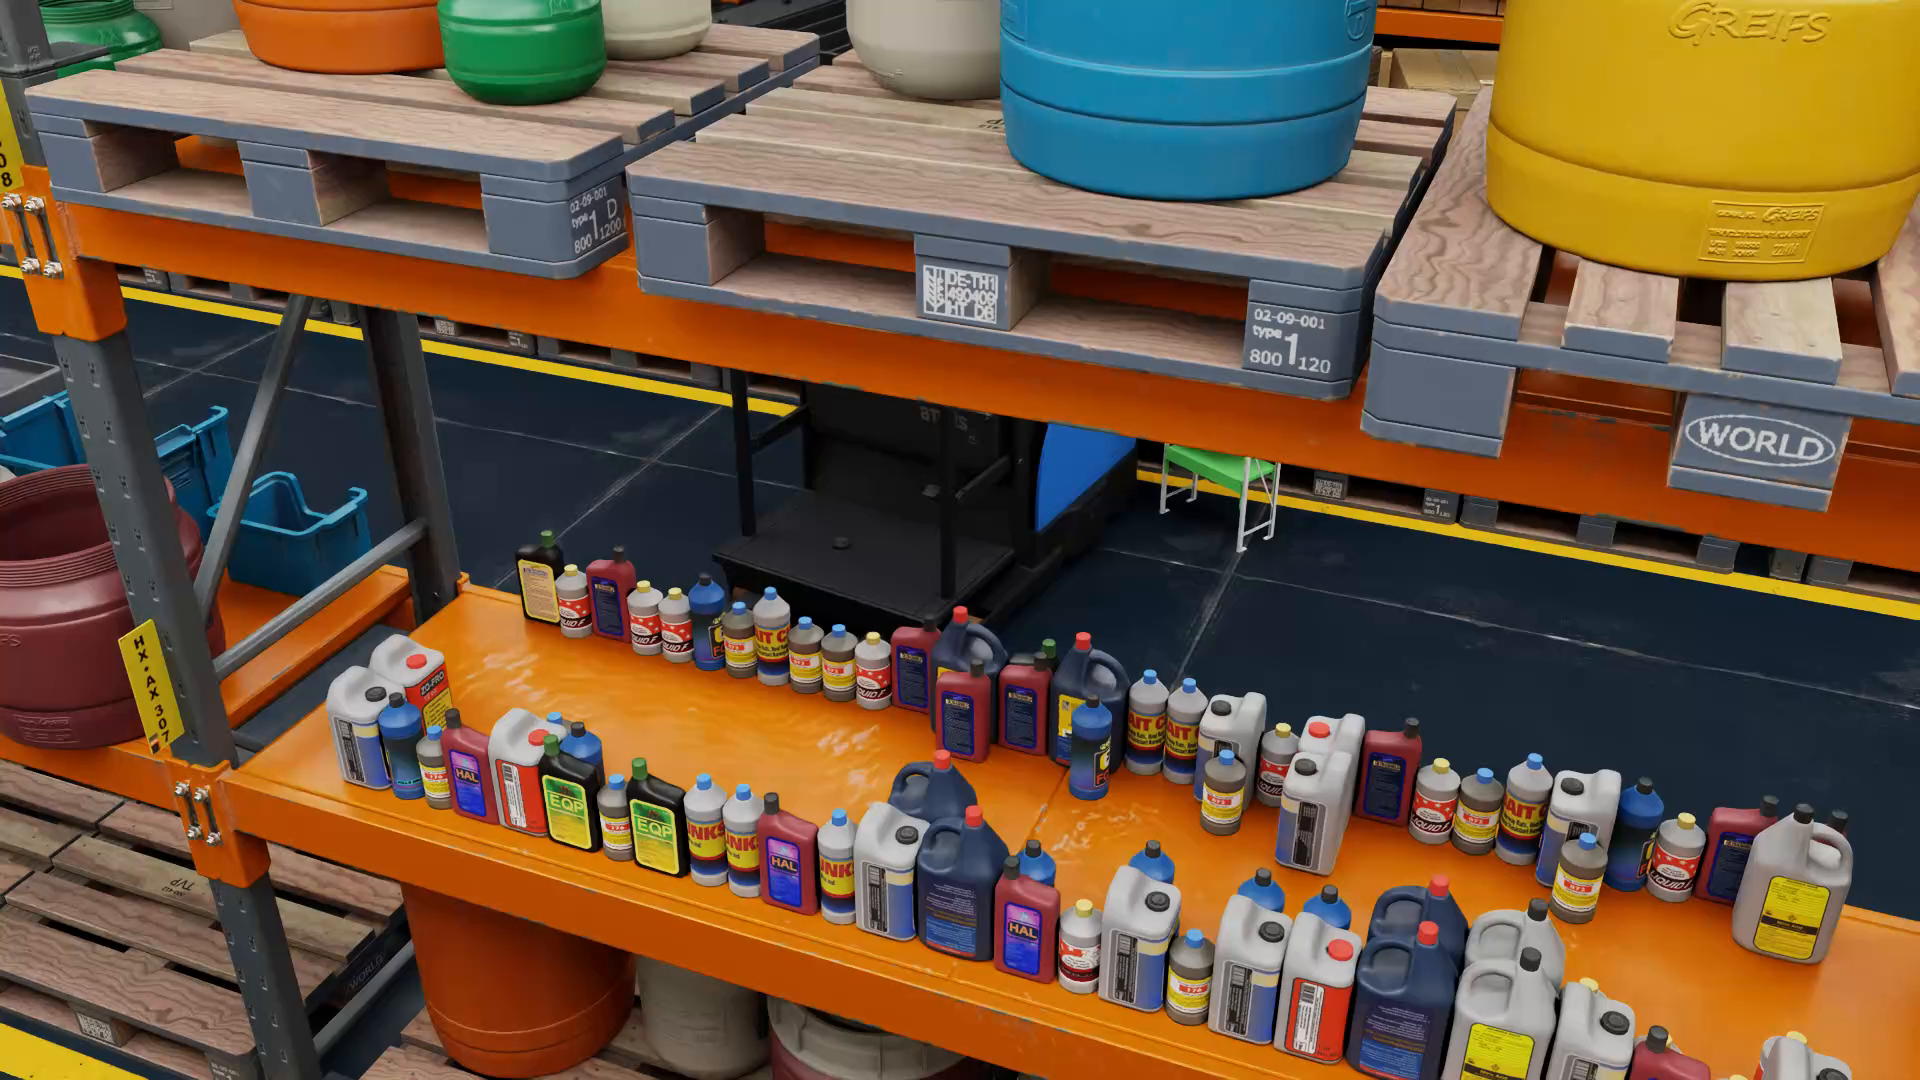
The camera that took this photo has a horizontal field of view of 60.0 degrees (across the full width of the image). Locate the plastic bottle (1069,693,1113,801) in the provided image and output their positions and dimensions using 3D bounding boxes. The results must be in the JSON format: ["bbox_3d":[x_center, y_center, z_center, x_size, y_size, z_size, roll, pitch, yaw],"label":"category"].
[{"bbox_3d":[0.312,0.485,3.974,0.097,0.271,0.097,0,29,0],"label":"plastic bottle"}]

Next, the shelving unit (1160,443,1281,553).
[{"bbox_3d":[1.211,-0.595,7.583,0.258,1.200,0.503,-22,36,-34],"label":"shelving unit"}]

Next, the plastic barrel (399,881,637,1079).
[{"bbox_3d":[-1.244,1.012,4.691,0.708,0.830,0.600,11,31,19],"label":"plastic barrel"}]

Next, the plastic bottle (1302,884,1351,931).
[{"bbox_3d":[0.740,0.816,3.388,0.097,0.271,0.097,0,29,0],"label":"plastic bottle"}]

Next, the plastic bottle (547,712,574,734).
[{"bbox_3d":[-0.966,0.506,4.008,0.097,0.201,0.097,0,29,0],"label":"plastic bottle"}]

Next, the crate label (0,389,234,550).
[{"bbox_3d":[-2.523,-0.156,4.941,0.616,0.435,0.502,11,31,19],"label":"crate label"}]

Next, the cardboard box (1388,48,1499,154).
[{"bbox_3d":[2.208,-1.876,7.492,0.500,0.500,0.700,4,30,6],"label":"cardboard box"}]

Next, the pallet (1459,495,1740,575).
[{"bbox_3d":[3.101,-0.270,8.013,1.213,0.211,1.003,11,31,19],"label":"pallet"}]

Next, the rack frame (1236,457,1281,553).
[{"bbox_3d":[1.368,-0.503,7.421,0.240,1.200,0.015,-22,36,-34],"label":"rack frame"}]

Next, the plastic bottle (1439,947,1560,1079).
[{"bbox_3d":[1.028,0.908,3.146,0.185,0.351,0.144,11,31,19],"label":"plastic bottle"}]

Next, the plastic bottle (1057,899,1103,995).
[{"bbox_3d":[0.253,0.830,3.435,0.097,0.201,0.097,0,29,0],"label":"plastic bottle"}]

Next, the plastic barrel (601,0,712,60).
[{"bbox_3d":[-0.655,-1.130,3.366,0.301,0.262,0.301,0,29,0],"label":"plastic barrel"}]

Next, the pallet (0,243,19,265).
[{"bbox_3d":[-6.527,-2.235,11.489,1.213,0.211,1.003,11,31,19],"label":"pallet"}]

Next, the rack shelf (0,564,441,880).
[{"bbox_3d":[-3.557,0.110,5.238,4.000,0.370,1.077,11,31,19],"label":"rack shelf"}]

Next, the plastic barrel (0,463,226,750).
[{"bbox_3d":[-2.248,0.160,4.280,0.708,0.536,0.600,11,31,19],"label":"plastic barrel"}]

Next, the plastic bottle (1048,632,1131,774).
[{"bbox_3d":[0.317,0.388,4.066,0.185,0.351,0.144,11,31,19],"label":"plastic bottle"}]

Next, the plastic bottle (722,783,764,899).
[{"bbox_3d":[-0.471,0.655,3.673,0.097,0.271,0.097,0,29,0],"label":"plastic bottle"}]

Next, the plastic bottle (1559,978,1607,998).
[{"bbox_3d":[1.207,0.940,3.240,0.097,0.201,0.097,0,29,0],"label":"plastic bottle"}]

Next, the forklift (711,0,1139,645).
[{"bbox_3d":[-0.336,-0.975,6.496,1.130,2.935,3.031,16,33,26],"label":"forklift"}]

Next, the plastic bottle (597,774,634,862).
[{"bbox_3d":[-0.775,0.625,3.798,0.097,0.201,0.097,0,29,0],"label":"plastic bottle"}]

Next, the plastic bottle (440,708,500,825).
[{"bbox_3d":[-1.137,0.527,3.888,0.133,0.283,0.061,11,31,19],"label":"plastic bottle"}]

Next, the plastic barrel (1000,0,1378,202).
[{"bbox_3d":[0.364,-1.046,2.567,0.708,0.901,0.600,11,31,19],"label":"plastic barrel"}]

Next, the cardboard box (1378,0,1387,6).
[{"bbox_3d":[2.963,-3.954,11.933,0.250,0.149,0.380,11,31,19],"label":"cardboard box"}]

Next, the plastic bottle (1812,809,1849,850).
[{"bbox_3d":[1.823,0.695,3.590,0.133,0.283,0.061,11,31,19],"label":"plastic bottle"}]

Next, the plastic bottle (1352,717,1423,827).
[{"bbox_3d":[1.000,0.531,3.881,0.133,0.283,0.061,11,31,19],"label":"plastic bottle"}]

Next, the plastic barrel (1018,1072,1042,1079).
[{"bbox_3d":[0.359,1.423,4.286,0.421,0.512,0.421,0,29,0],"label":"plastic barrel"}]

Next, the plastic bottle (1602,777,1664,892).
[{"bbox_3d":[1.496,0.645,3.691,0.097,0.271,0.097,0,29,0],"label":"plastic bottle"}]

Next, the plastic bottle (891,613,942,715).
[{"bbox_3d":[-0.109,0.310,4.273,0.133,0.283,0.061,11,31,19],"label":"plastic bottle"}]

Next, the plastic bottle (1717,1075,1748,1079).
[{"bbox_3d":[1.398,1.059,3.030,0.097,0.201,0.097,0,29,0],"label":"plastic bottle"}]

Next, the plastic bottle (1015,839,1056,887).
[{"bbox_3d":[0.152,0.747,3.510,0.097,0.271,0.097,0,29,0],"label":"plastic bottle"}]

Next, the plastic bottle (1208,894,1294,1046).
[{"bbox_3d":[0.585,0.850,3.324,0.135,0.276,0.152,11,31,19],"label":"plastic bottle"}]

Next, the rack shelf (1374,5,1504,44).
[{"bbox_3d":[3.874,-3.667,11.920,4.000,0.370,1.077,11,31,19],"label":"rack shelf"}]

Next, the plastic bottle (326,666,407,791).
[{"bbox_3d":[-1.424,0.448,4.034,0.135,0.276,0.152,11,31,19],"label":"plastic bottle"}]

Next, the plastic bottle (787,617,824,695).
[{"bbox_3d":[-0.404,0.296,4.380,0.097,0.201,0.097,0,29,0],"label":"plastic bottle"}]

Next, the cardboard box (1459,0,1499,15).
[{"bbox_3d":[3.664,-3.804,11.667,0.250,0.149,0.380,11,31,19],"label":"cardboard box"}]

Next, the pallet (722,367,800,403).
[{"bbox_3d":[-0.586,-1.047,9.388,1.213,0.211,1.003,11,31,19],"label":"pallet"}]

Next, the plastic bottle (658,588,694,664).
[{"bbox_3d":[-0.764,0.224,4.507,0.097,0.201,0.097,0,29,0],"label":"plastic bottle"}]

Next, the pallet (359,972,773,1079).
[{"bbox_3d":[-0.958,1.508,4.868,1.213,0.211,1.003,11,31,19],"label":"pallet"}]

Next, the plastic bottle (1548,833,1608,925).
[{"bbox_3d":[1.348,0.727,3.618,0.097,0.201,0.097,0,29,0],"label":"plastic bottle"}]

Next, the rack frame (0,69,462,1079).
[{"bbox_3d":[-1.704,0.167,4.406,0.127,3.000,1.000,11,31,19],"label":"rack frame"}]

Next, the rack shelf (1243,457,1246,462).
[{"bbox_3d":[1.211,-0.539,7.615,0.258,0.148,0.480,-22,36,-34],"label":"rack shelf"}]

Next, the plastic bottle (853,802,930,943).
[{"bbox_3d":[-0.139,0.705,3.580,0.135,0.276,0.152,11,31,19],"label":"plastic bottle"}]

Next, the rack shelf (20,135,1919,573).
[{"bbox_3d":[0.149,-0.456,3.191,4.000,0.370,1.077,11,31,19],"label":"rack shelf"}]

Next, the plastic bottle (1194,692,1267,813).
[{"bbox_3d":[0.644,0.487,3.965,0.135,0.276,0.152,11,31,19],"label":"plastic bottle"}]

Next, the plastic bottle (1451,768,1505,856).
[{"bbox_3d":[1.191,0.614,3.816,0.097,0.201,0.097,0,29,0],"label":"plastic bottle"}]

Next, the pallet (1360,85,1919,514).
[{"bbox_3d":[1.240,-0.417,2.583,1.003,0.211,1.213,11,31,19],"label":"pallet"}]

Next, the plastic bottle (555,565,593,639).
[{"bbox_3d":[-1.068,0.163,4.614,0.097,0.201,0.097,0,29,0],"label":"plastic bottle"}]

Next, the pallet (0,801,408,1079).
[{"bbox_3d":[-2.407,1.220,5.377,1.213,0.211,1.003,11,31,19],"label":"pallet"}]
